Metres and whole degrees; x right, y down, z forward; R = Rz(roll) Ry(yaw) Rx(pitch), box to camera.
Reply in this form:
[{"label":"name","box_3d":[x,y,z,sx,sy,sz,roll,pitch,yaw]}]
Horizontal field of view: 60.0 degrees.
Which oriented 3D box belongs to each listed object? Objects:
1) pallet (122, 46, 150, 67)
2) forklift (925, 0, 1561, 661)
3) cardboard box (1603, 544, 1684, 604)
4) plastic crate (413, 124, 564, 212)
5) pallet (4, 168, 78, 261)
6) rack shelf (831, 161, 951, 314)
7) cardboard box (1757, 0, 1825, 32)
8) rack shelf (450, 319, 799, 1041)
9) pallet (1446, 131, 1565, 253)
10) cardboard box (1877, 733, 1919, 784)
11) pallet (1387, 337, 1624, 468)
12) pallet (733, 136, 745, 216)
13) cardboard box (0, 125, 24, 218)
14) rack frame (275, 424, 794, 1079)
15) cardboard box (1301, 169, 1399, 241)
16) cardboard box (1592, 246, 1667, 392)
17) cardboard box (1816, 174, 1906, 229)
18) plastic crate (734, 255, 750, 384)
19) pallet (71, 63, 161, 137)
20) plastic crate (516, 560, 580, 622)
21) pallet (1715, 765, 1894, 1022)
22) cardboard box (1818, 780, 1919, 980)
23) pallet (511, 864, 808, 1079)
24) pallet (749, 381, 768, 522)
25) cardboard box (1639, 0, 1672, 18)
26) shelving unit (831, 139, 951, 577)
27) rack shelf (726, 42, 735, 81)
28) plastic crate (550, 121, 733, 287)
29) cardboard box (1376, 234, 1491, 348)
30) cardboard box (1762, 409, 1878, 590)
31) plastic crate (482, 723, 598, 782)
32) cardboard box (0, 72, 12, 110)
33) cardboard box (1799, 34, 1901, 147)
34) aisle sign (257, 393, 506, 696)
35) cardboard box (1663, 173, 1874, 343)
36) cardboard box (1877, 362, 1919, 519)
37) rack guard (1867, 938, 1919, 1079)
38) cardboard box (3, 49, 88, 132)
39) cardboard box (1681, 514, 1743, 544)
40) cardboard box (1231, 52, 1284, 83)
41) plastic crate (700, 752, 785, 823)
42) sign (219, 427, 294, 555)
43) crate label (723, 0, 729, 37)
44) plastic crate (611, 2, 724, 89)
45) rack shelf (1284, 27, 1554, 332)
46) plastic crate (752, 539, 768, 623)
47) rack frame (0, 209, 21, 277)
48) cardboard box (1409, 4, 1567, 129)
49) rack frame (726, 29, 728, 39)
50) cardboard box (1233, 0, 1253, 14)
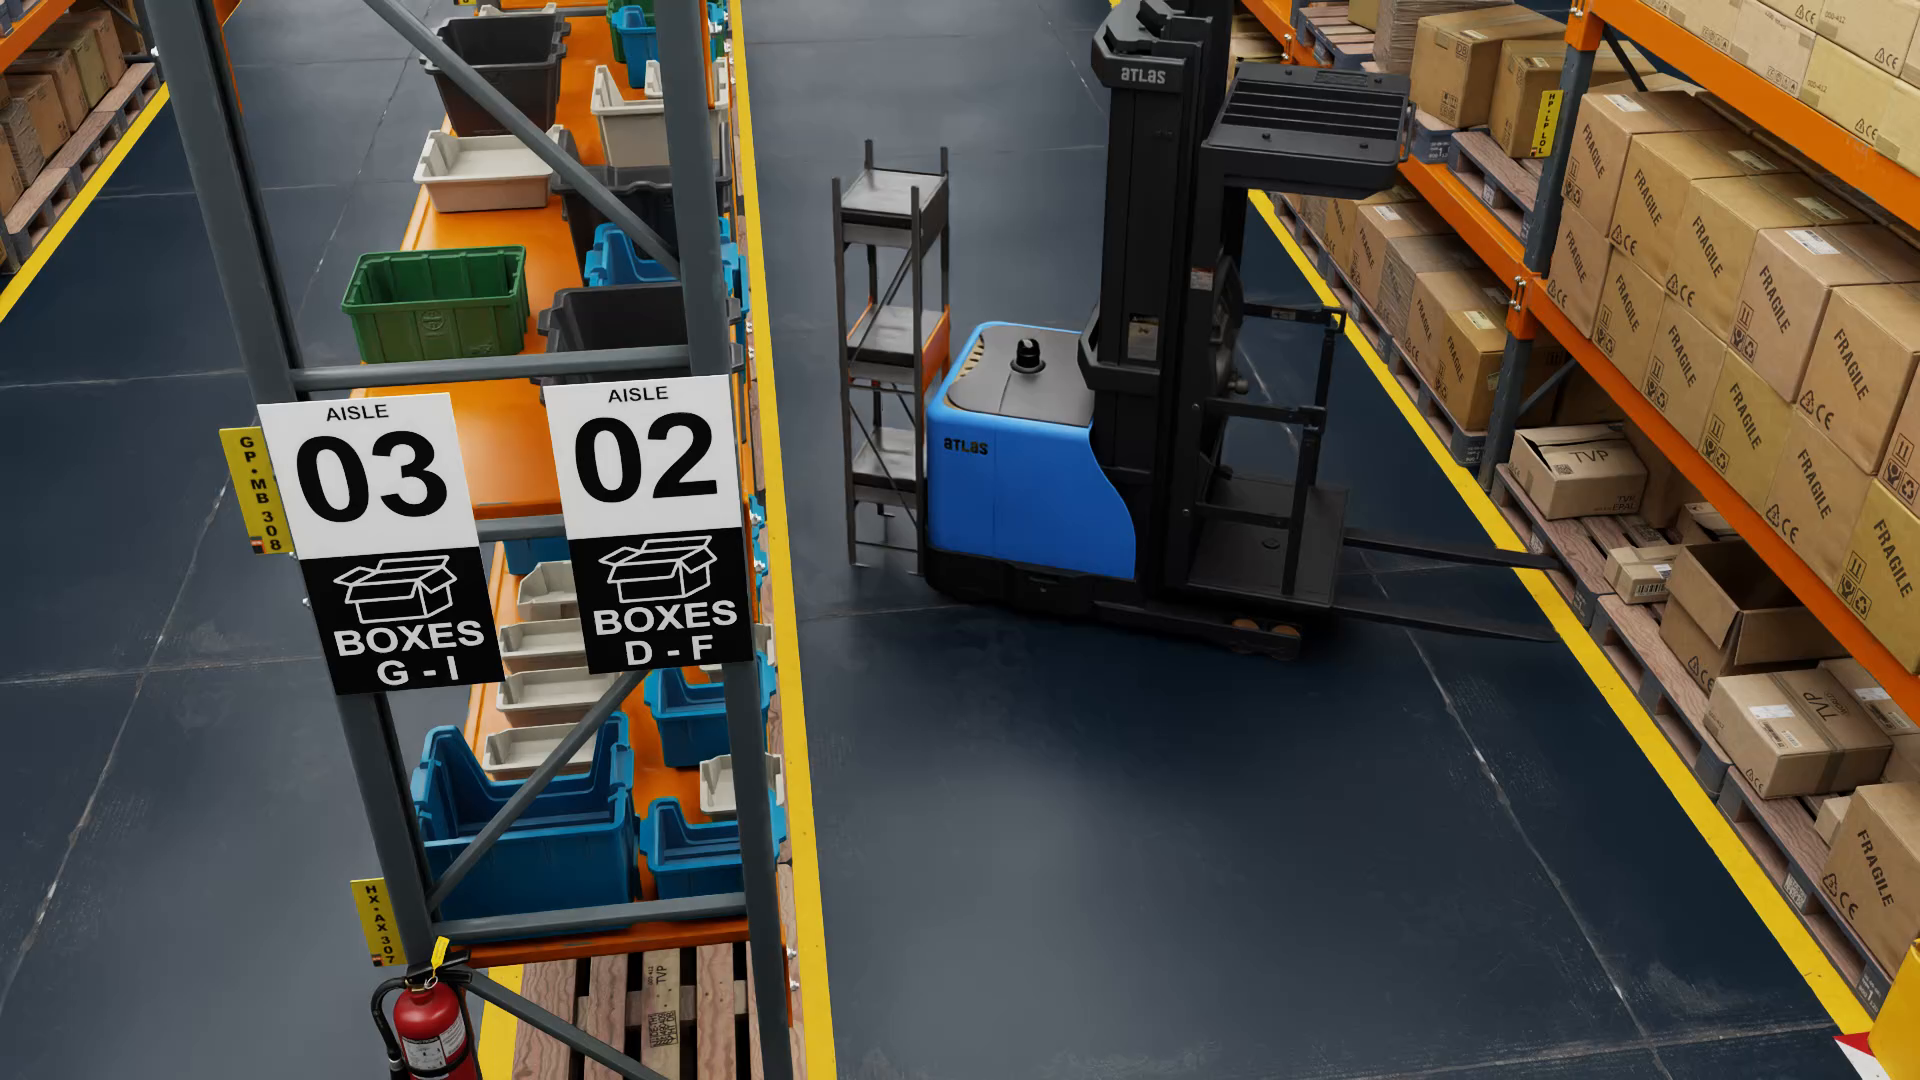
[{"label":"pallet","box_3d":[-7.649,-4.502,15.168,1.003,0.211,1.213,-4,35,-6]},{"label":"forklift","box_3d":[1.403,-0.972,7.573,3.031,2.935,1.130,9,35,13]},{"label":"cardboard box","box_3d":[3.338,0.156,7.983,0.380,0.166,0.250,-4,35,-6]},{"label":"plastic crate","box_3d":[-1.525,-1.225,5.455,0.437,0.136,0.530,-4,35,-6]},{"label":"pallet","box_3d":[-7.089,-2.334,11.987,1.003,0.211,1.213,-4,35,-6]},{"label":"rack shelf","box_3d":[-0.312,-1.412,7.738,0.431,0.518,0.480,8,35,12]},{"label":"cardboard box","box_3d":[3.313,-2.101,6.195,0.500,0.250,0.500,-4,35,-6]},{"label":"rack shelf","box_3d":[-1.270,0.221,6.401,1.077,0.370,4.000,-4,35,-6]},{"label":"pallet","box_3d":[3.370,-1.941,9.104,1.003,0.211,1.213,-4,35,-6]},{"label":"cardboard box","box_3d":[4.048,1.017,6.645,0.500,0.250,0.500,-4,35,-6]},{"label":"pallet","box_3d":[3.223,-0.864,9.831,1.003,0.211,1.213,-4,35,-6]},{"label":"pallet","box_3d":[-2.143,-2.708,12.536,1.003,0.211,1.213,-4,35,-6]},{"label":"cardboard box","box_3d":[-7.095,-2.571,11.688,0.700,0.500,0.500,-6,35,-9]},{"label":"rack frame","box_3d":[-1.001,1.039,4.561,1.000,3.000,0.127,-4,35,-6]},{"label":"cardboard box","box_3d":[2.686,-2.379,11.407,0.500,0.500,0.500,-6,35,-8]},{"label":"cardboard box","box_3d":[3.240,-1.017,7.489,0.500,0.500,0.500,-4,34,-6]},{"label":"cardboard box","box_3d":[3.833,-1.191,6.857,0.500,0.500,0.500,-4,34,-6]},{"label":"plastic crate","box_3d":[-1.139,-0.976,7.480,0.392,0.384,0.575,-4,35,-6]},{"label":"pallet","box_3d":[-7.417,-3.695,13.985,1.003,0.211,1.213,-4,35,-6]},{"label":"plastic crate","box_3d":[-1.435,0.202,5.971,0.298,0.136,0.250,-4,35,-6]},{"label":"pallet","box_3d":[3.789,1.332,6.609,1.003,0.211,1.213,-4,35,-6]},{"label":"cardboard box","box_3d":[3.590,1.233,6.106,0.500,0.500,0.500,-4,35,-6]},{"label":"pallet","box_3d":[-1.074,1.729,6.026,1.003,0.211,1.213,-4,35,-6]},{"label":"pallet","box_3d":[-1.602,-0.474,9.258,1.003,0.211,1.213,-4,35,-6]},{"label":"cardboard box","box_3d":[3.190,-2.453,7.156,0.500,0.250,0.500,-4,35,-6]},{"label":"shelving unit","box_3d":[-0.312,-0.845,8.125,0.431,2.100,0.503,8,35,12]},{"label":"rack shelf","box_3d":[-2.346,-4.244,12.952,1.077,0.370,4.000,-4,35,-6]},{"label":"plastic crate","box_3d":[-0.935,-1.048,5.015,0.504,0.338,0.767,-4,35,-6]},{"label":"cardboard box","box_3d":[2.894,-1.525,10.153,0.500,0.500,0.500,-4,34,-6]},{"label":"cardboard box","box_3d":[3.443,-0.172,6.250,0.500,0.500,0.500,-4,34,-6]},{"label":"plastic crate","box_3d":[-1.291,0.682,5.266,0.396,0.136,0.243,-4,35,-6]},{"label":"cardboard box","box_3d":[-7.187,-3.175,11.909,0.500,0.250,0.500,-1,34,-1]},{"label":"cardboard box","box_3d":[3.389,-1.616,5.927,0.500,0.250,0.500,-4,35,-6]},{"label":"aisle sign","box_3d":[-1.282,0.028,3.738,0.394,0.787,0.004,-4,35,-6]},{"label":"cardboard box","box_3d":[3.293,-1.161,6.814,0.500,0.500,0.500,-5,35,-8]},{"label":"cardboard box","box_3d":[3.506,-0.297,5.546,0.500,0.500,0.500,-3,34,-5]},{"label":"rack guard","box_3d":[3.897,1.657,5.875,1.175,0.500,0.348,-4,35,-6]},{"label":"cardboard box","box_3d":[-7.341,-3.507,13.061,0.700,0.500,0.500,-7,35,-10]},{"label":"cardboard box","box_3d":[3.828,0.079,7.968,0.500,0.311,0.500,-4,35,-6]},{"label":"cardboard box","box_3d":[2.441,-3.630,12.984,0.500,0.311,0.500,-5,35,-7]},{"label":"plastic crate","box_3d":[-0.670,0.776,5.129,0.250,0.136,0.298,-4,35,-6]},{"label":"sign","box_3d":[-1.544,-0.106,3.671,0.100,0.325,0.005,-4,35,-6]},{"label":"crate label","box_3d":[-1.763,-3.619,11.546,0.303,0.233,0.416,-4,35,-6]},{"label":"plastic crate","box_3d":[-1.101,-1.879,6.329,0.416,0.233,0.300,-4,35,-6]},{"label":"rack shelf","box_3d":[3.100,-2.385,10.224,1.077,0.370,4.000,-4,35,-6]},{"label":"plastic crate","box_3d":[-0.885,0.186,5.908,0.416,0.233,0.300,-4,35,-6]},{"label":"rack frame","box_3d":[-6.985,-3.050,10.561,1.000,3.000,0.127,-4,35,-6]},{"label":"cardboard box","box_3d":[3.071,-2.762,9.677,0.700,0.500,0.500,-13,36,-18]},{"label":"rack frame","box_3d":[-2.615,-5.657,14.387,1.000,3.000,0.127,-4,35,-6]},{"label":"cardboard box","box_3d":[2.235,-4.481,14.233,0.500,0.311,0.500,-5,35,-8]}]
